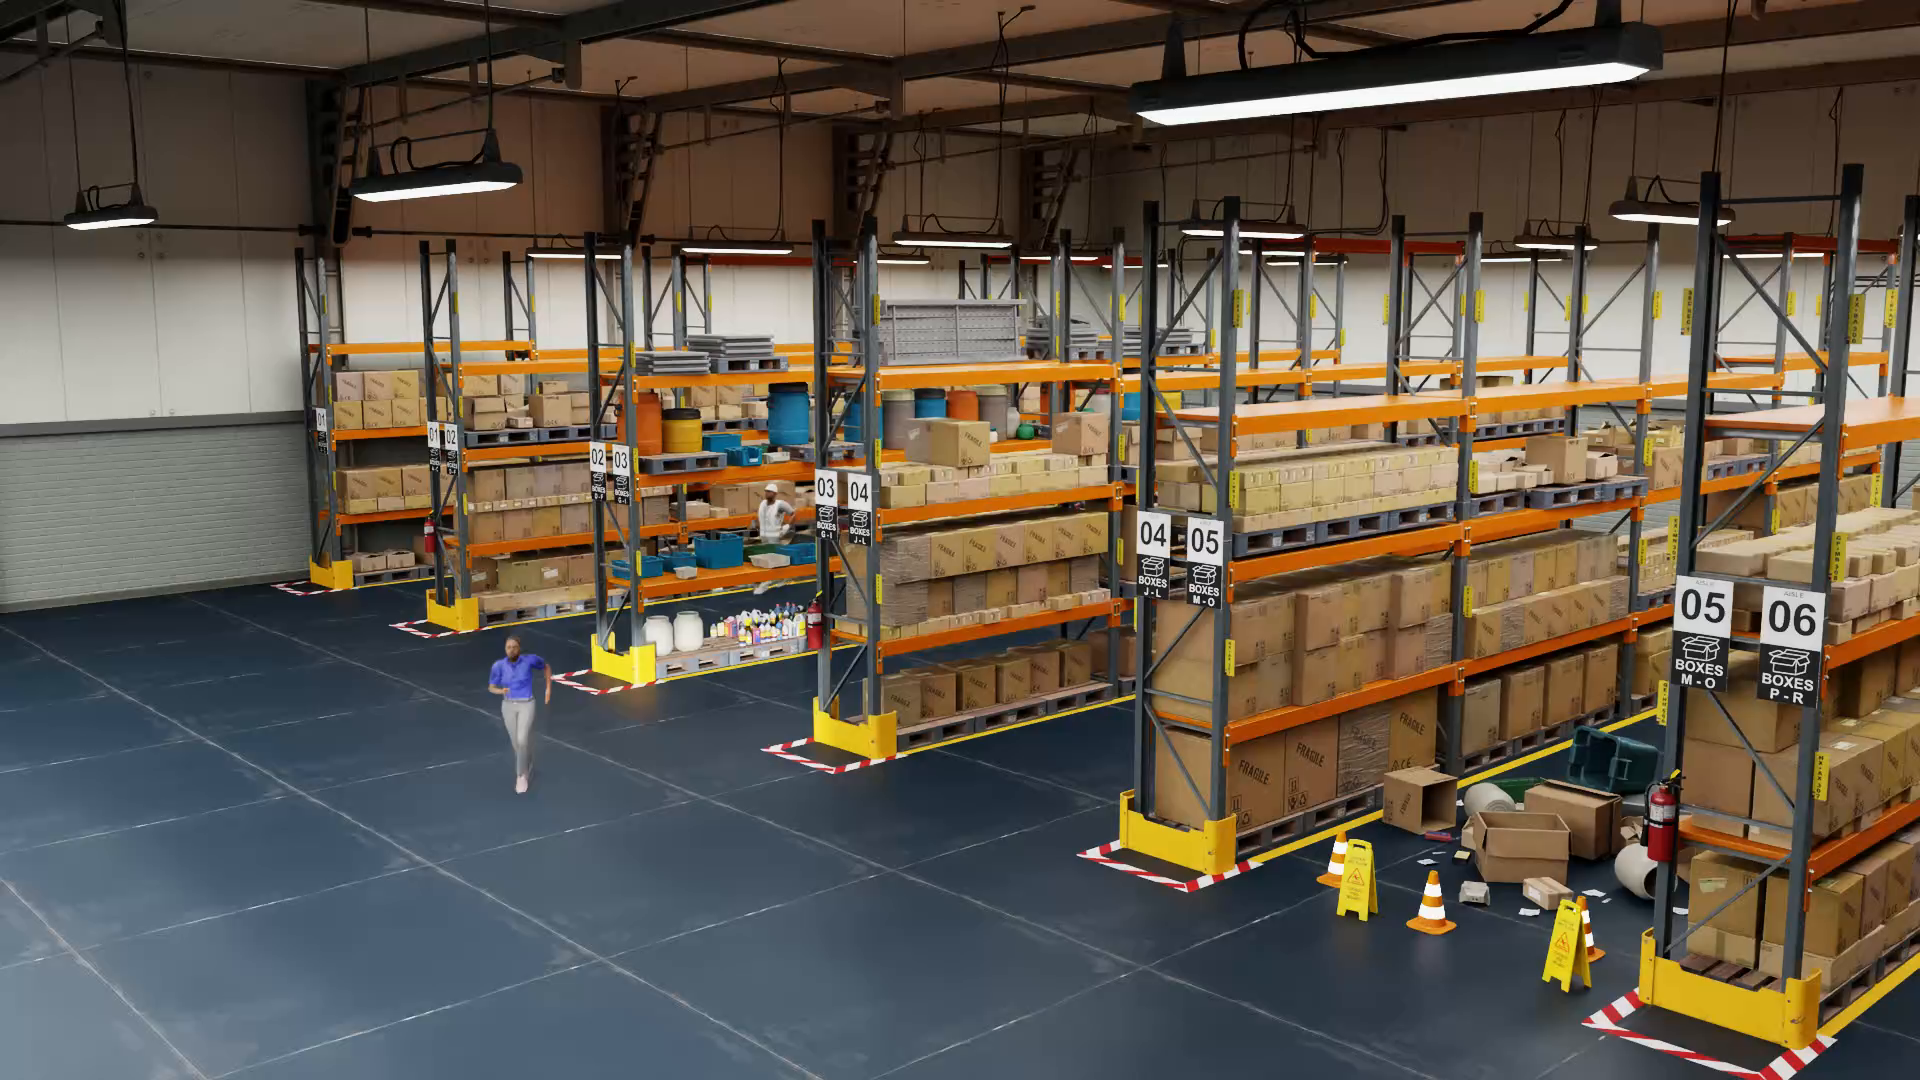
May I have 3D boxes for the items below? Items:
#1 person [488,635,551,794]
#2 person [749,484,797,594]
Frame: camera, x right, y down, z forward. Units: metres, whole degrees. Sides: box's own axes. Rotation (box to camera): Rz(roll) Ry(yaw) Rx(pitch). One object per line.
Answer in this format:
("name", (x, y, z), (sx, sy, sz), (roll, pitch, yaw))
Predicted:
("person", (-4.630, 1.811, 17.515), (0.600, 1.659, 0.821), (-1, 8, -5))
("person", (-3.133, -0.041, 27.528), (0.694, 1.785, 0.923), (7, 11, 38))
